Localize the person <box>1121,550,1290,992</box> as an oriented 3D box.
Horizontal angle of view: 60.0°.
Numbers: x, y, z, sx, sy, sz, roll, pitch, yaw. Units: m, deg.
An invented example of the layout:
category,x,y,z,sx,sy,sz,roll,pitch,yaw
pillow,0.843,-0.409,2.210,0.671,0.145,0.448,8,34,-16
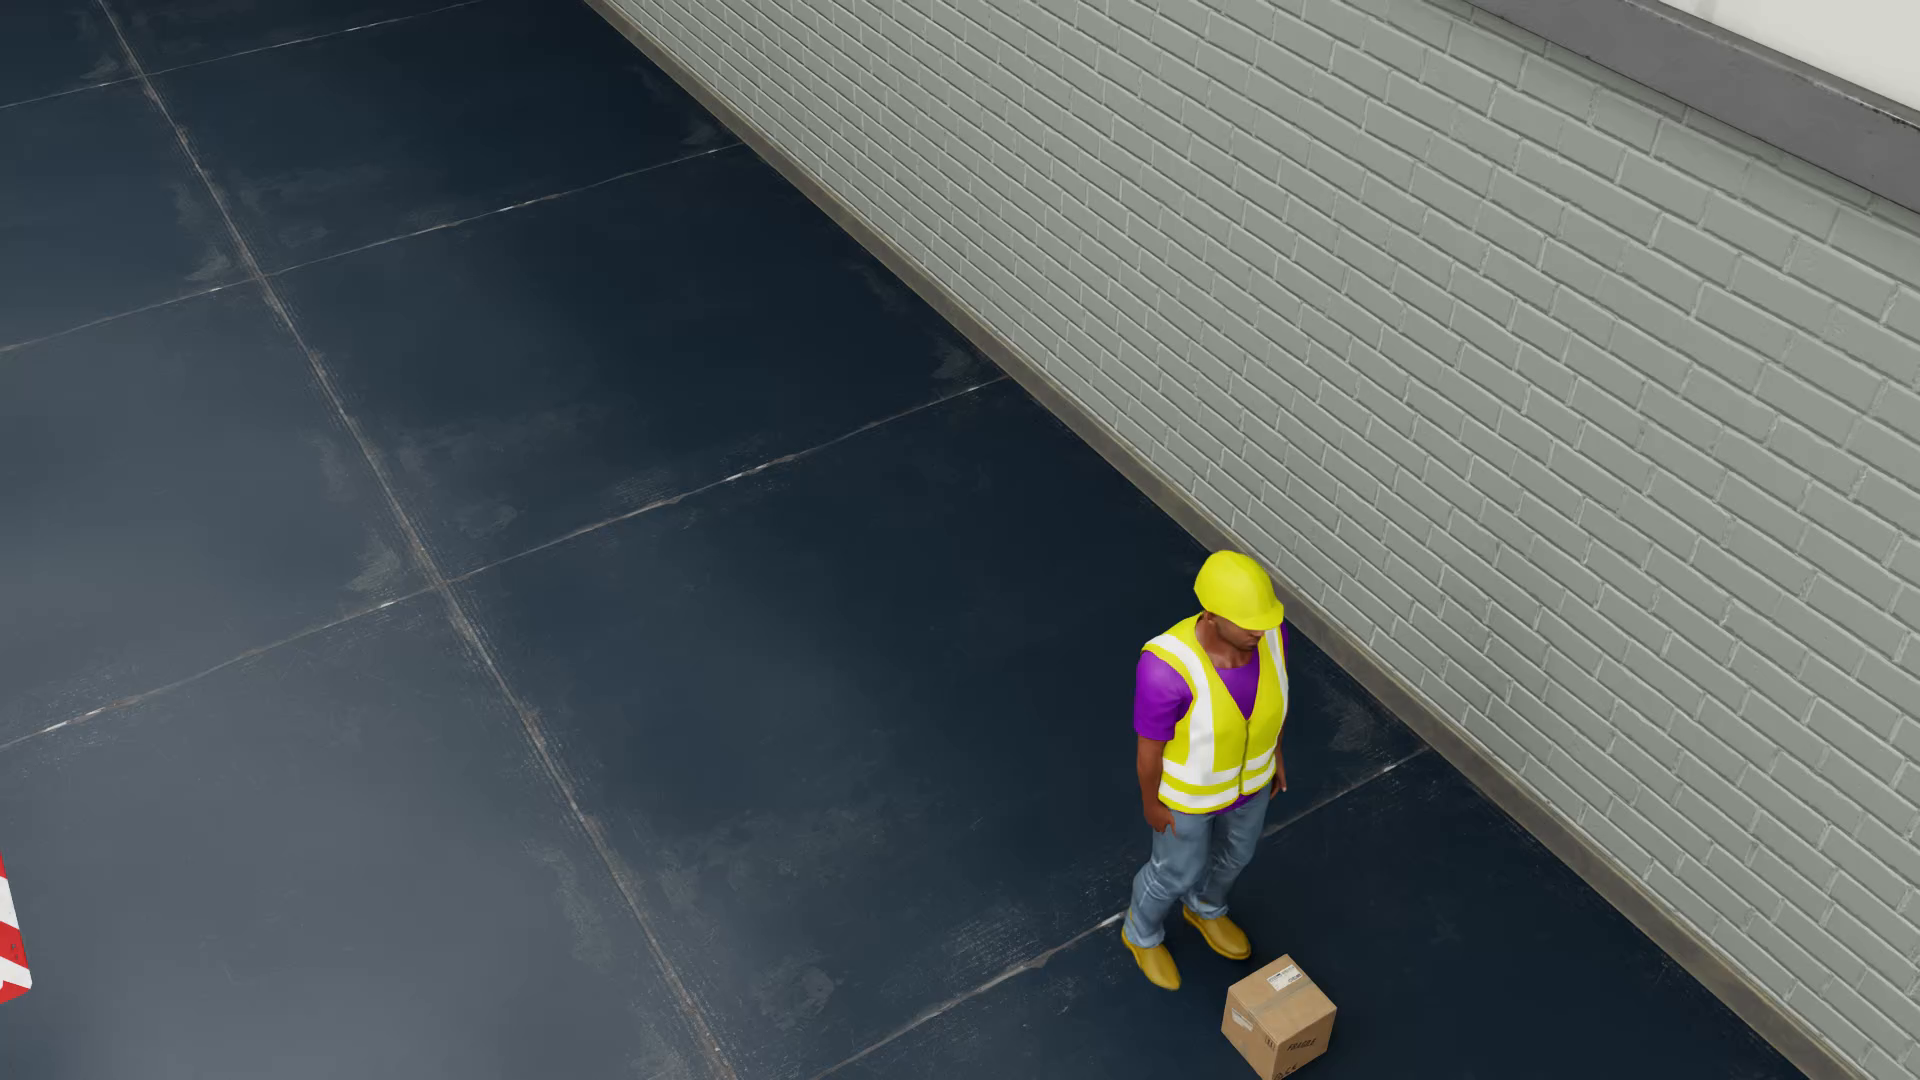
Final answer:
category,x,y,z,sx,sy,sz,roll,pitch,yaw
person,0.799,0.750,5.287,0.563,1.786,0.367,-21,45,-23
